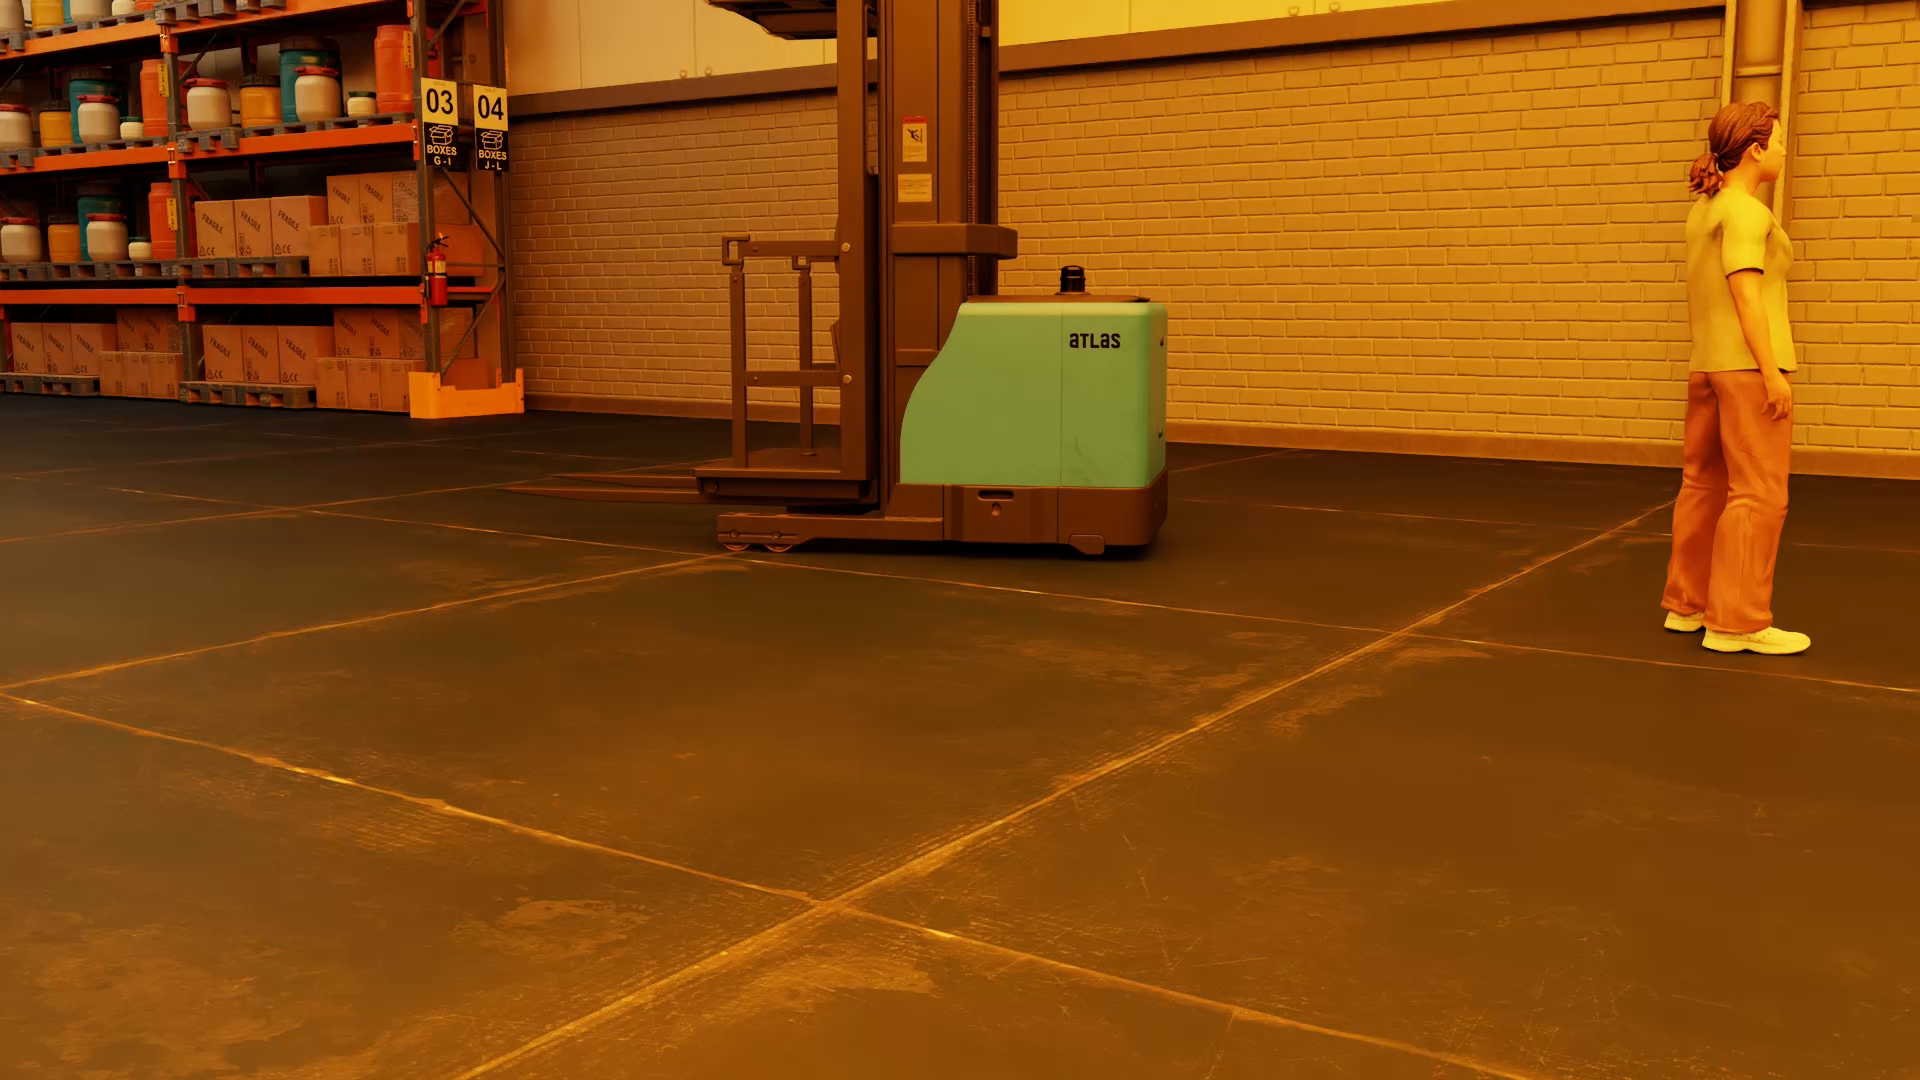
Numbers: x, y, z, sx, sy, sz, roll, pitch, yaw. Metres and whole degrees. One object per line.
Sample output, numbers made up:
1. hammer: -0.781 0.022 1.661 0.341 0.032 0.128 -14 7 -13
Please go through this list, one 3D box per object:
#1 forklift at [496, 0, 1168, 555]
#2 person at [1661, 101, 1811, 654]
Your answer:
1. forklift: -0.596 -1.469 7.520 3.031 2.935 1.130 2 8 12
2. person: 2.419 -0.502 5.193 0.405 1.674 0.597 0 8 -1
